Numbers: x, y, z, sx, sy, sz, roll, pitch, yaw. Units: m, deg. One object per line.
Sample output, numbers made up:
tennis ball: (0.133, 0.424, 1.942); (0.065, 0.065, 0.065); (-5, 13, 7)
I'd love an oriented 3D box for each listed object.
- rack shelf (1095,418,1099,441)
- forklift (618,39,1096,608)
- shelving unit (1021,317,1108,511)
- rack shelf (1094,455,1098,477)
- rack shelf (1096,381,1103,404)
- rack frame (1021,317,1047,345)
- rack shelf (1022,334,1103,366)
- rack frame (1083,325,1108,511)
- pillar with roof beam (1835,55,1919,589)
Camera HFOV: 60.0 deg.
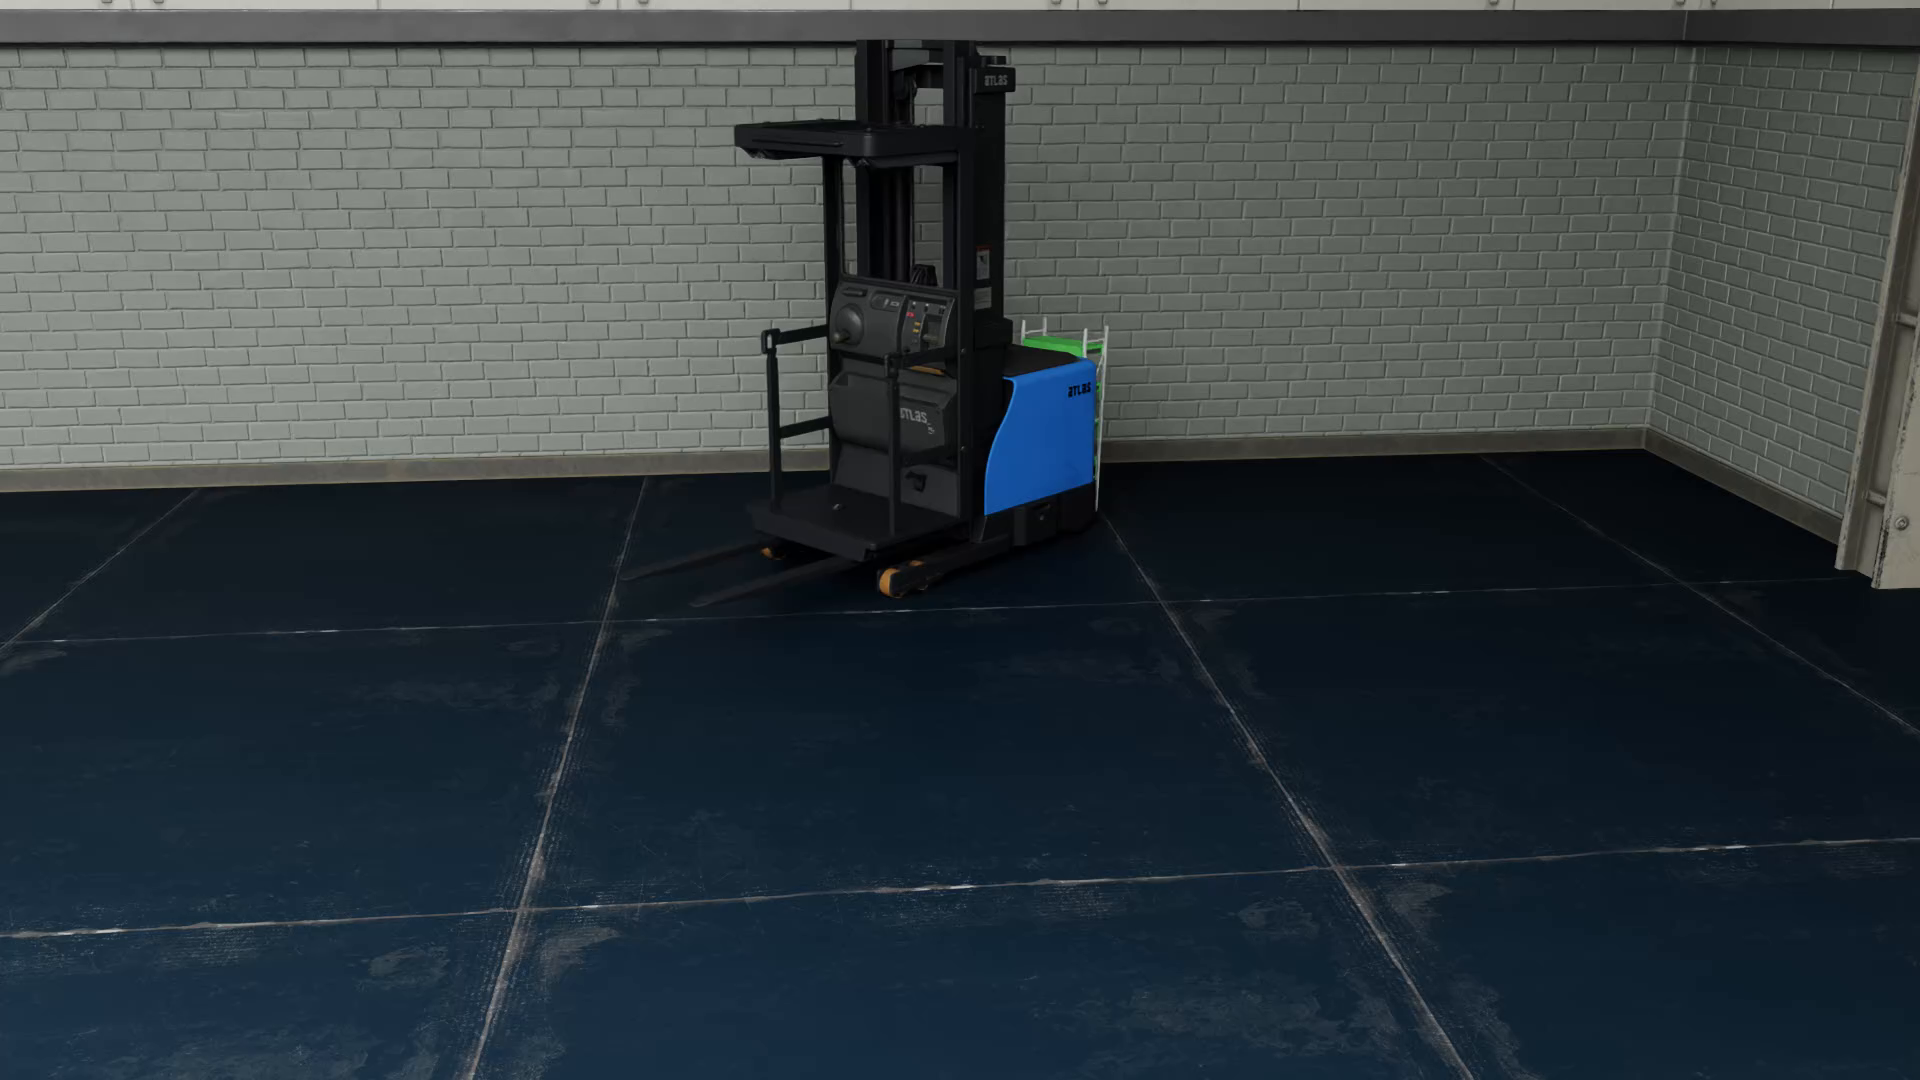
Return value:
rack shelf: (0.641, -0.736, 10.708); (0.480, 0.148, 0.258); (14, 19, 38)
forklift: (-0.532, -1.249, 9.262); (1.130, 2.935, 3.031); (16, 23, 41)
shelving unit: (0.643, -0.798, 10.692); (0.503, 1.200, 0.258); (14, 19, 38)
rack shelf: (0.632, -0.505, 10.770); (0.480, 0.148, 0.258); (14, 19, 38)
rack shelf: (0.650, -0.968, 10.647); (0.480, 0.148, 0.258); (14, 19, 38)
rack frame: (0.457, -0.845, 10.842); (0.015, 1.200, 0.240); (14, 19, 38)
rack shelf: (0.659, -1.200, 10.585); (0.480, 0.148, 0.258); (14, 19, 38)
rack frame: (0.829, -0.751, 10.542); (0.015, 1.200, 0.240); (14, 19, 38)
pillar with roof beam: (0.979, -3.950, 7.736); (9.100, 9.000, 0.400); (-2, 18, -6)
